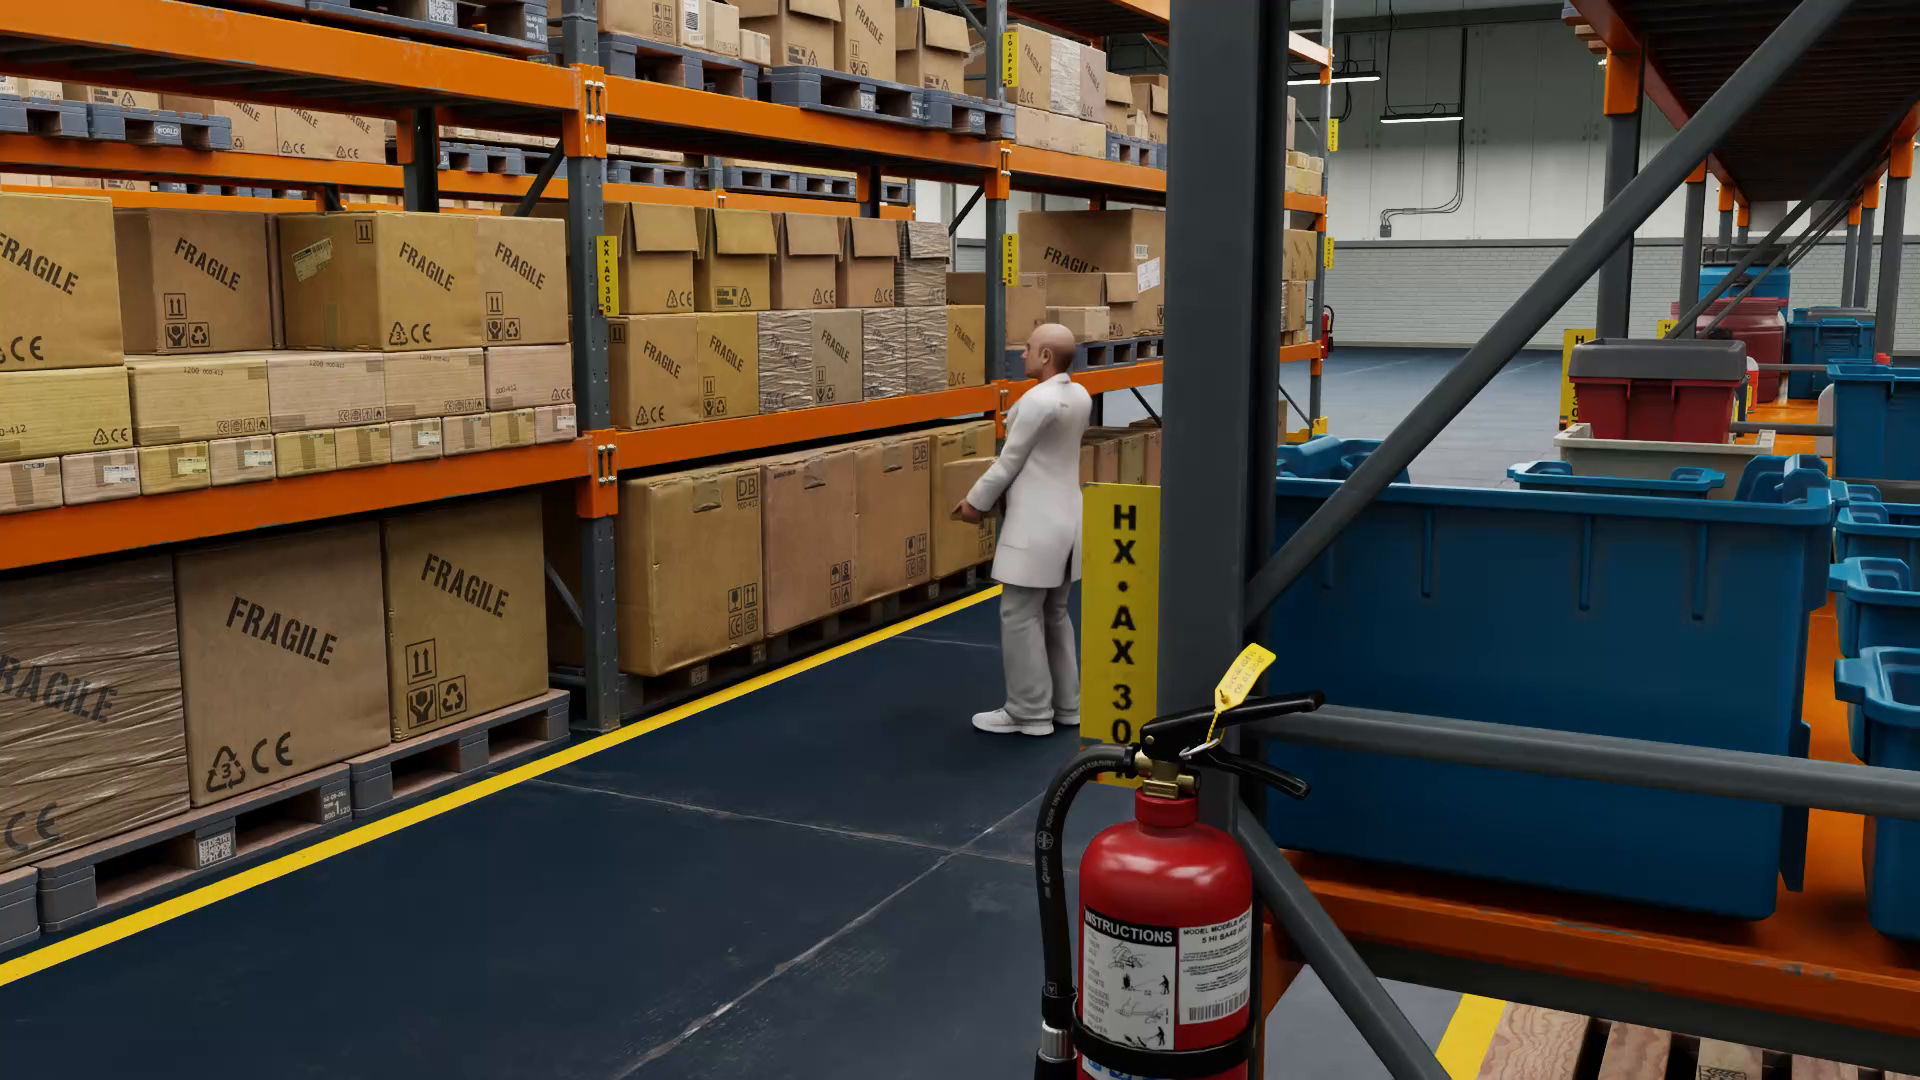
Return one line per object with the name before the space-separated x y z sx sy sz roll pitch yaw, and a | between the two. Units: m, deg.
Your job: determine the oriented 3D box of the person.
person | 0.263 -0.051 7.245 0.543 1.778 0.518 4 10 26
